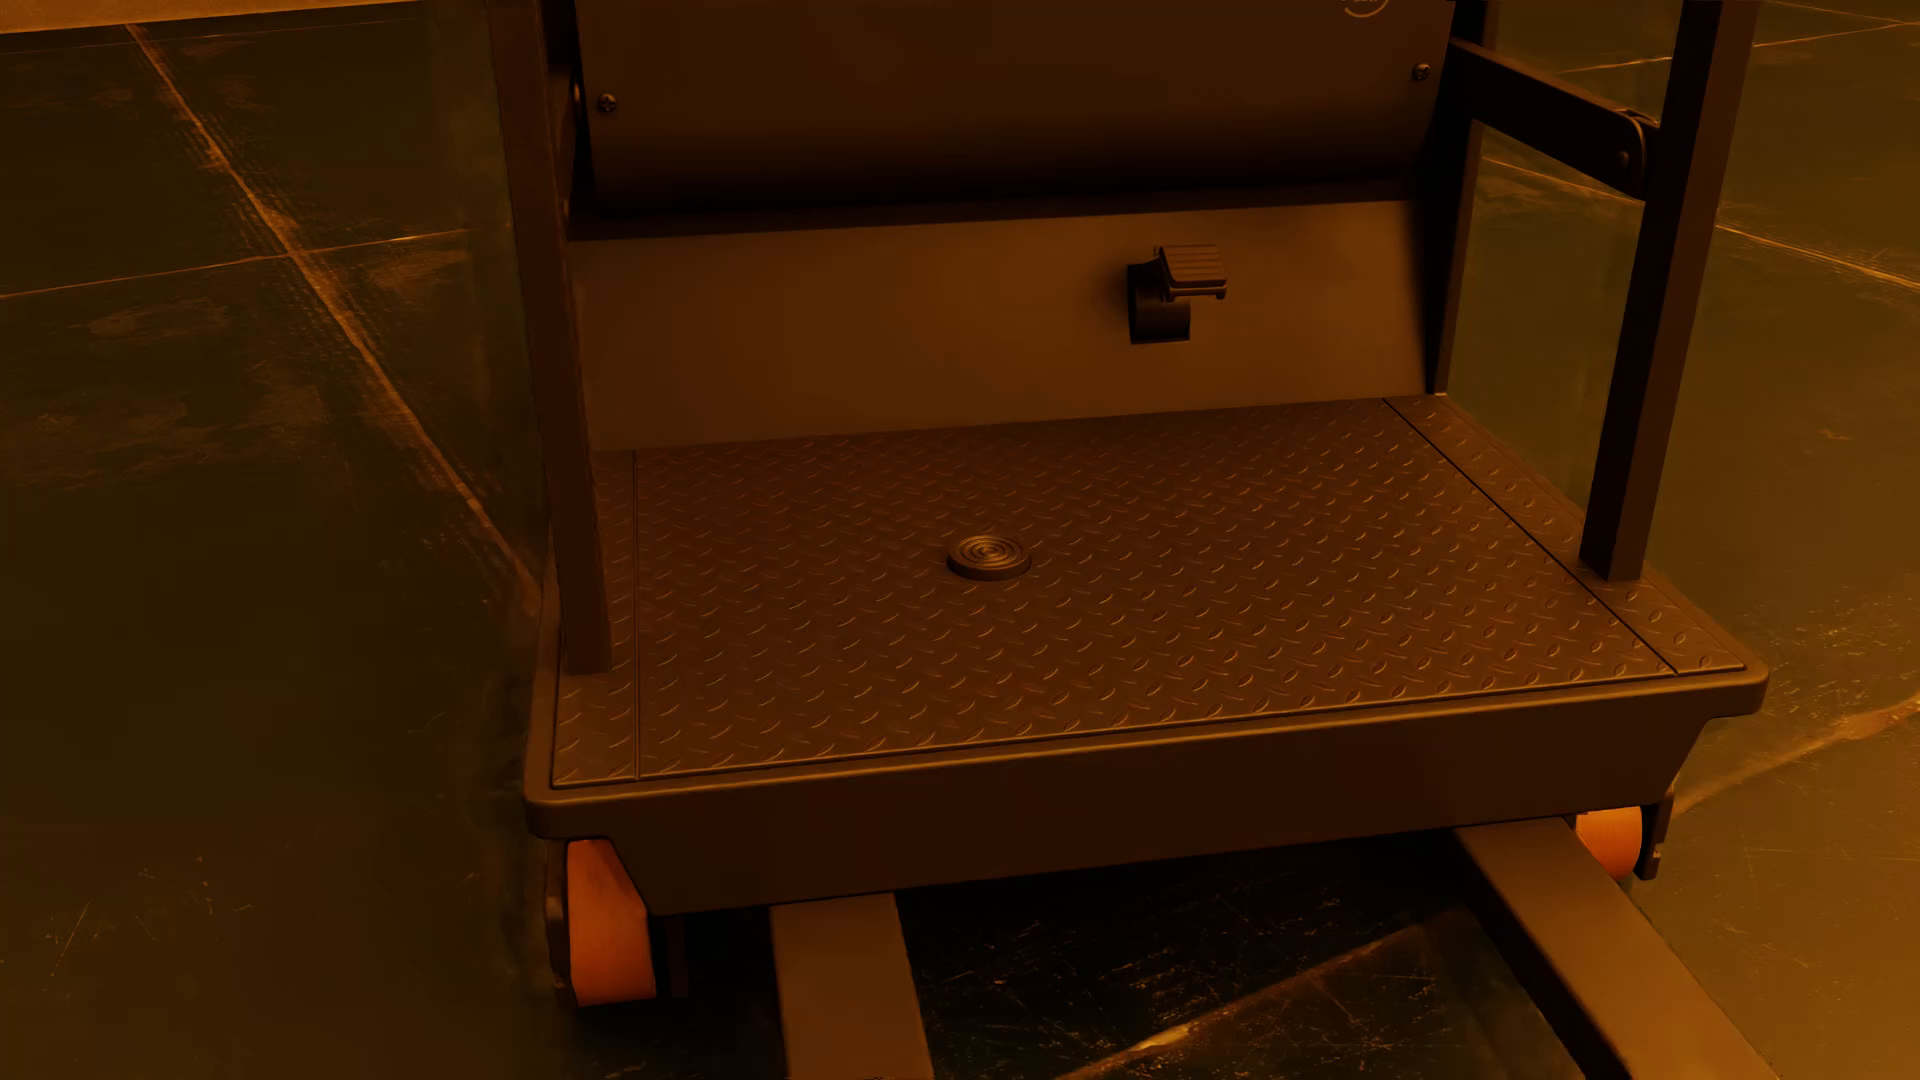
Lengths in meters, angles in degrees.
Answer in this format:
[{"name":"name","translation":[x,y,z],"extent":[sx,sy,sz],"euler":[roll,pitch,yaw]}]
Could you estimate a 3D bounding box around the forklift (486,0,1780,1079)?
[{"name":"forklift","translation":[0.108,-1.035,1.301],"extent":[1.130,2.935,3.031],"euler":[-5,27,-9]}]
